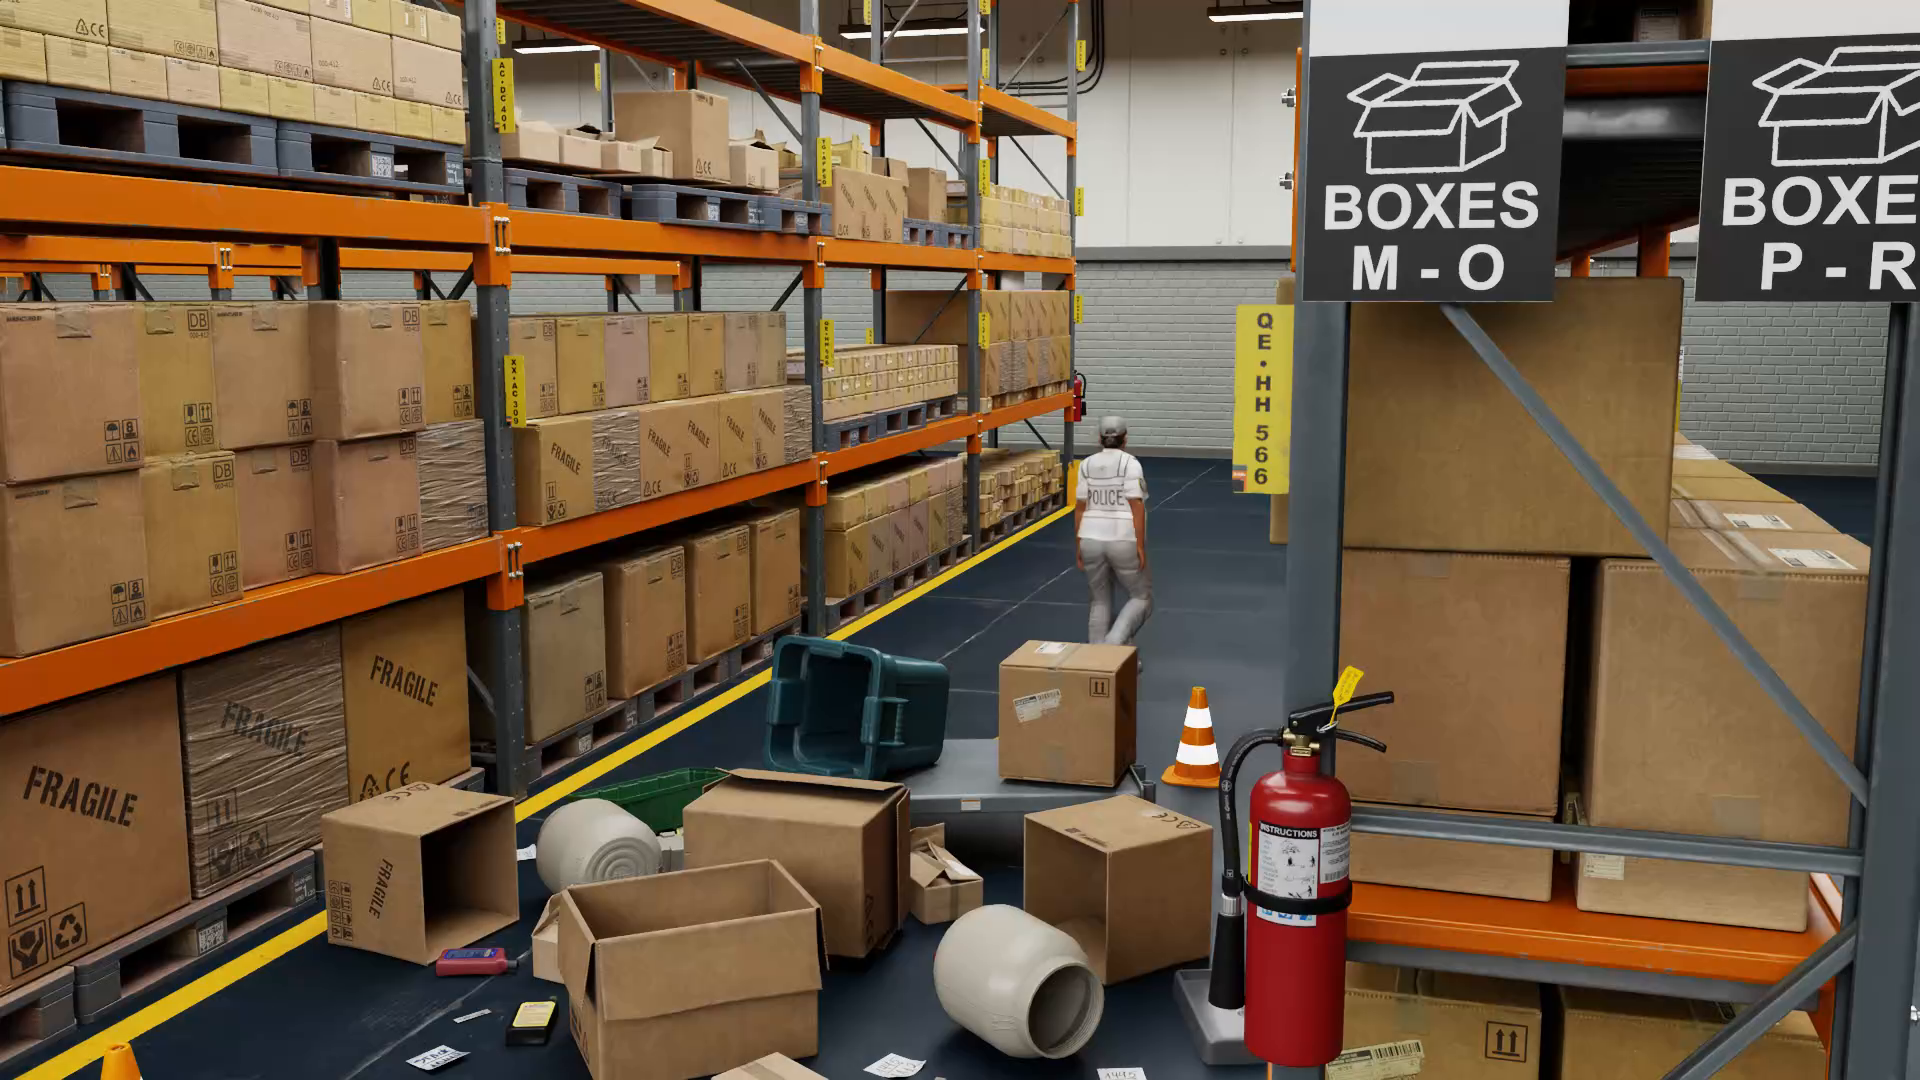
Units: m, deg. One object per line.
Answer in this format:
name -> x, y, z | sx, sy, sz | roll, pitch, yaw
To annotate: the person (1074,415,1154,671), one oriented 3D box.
person -> 0.958, 0.053, 10.463 | 0.557, 1.656, 0.572 | 5, 10, 32
